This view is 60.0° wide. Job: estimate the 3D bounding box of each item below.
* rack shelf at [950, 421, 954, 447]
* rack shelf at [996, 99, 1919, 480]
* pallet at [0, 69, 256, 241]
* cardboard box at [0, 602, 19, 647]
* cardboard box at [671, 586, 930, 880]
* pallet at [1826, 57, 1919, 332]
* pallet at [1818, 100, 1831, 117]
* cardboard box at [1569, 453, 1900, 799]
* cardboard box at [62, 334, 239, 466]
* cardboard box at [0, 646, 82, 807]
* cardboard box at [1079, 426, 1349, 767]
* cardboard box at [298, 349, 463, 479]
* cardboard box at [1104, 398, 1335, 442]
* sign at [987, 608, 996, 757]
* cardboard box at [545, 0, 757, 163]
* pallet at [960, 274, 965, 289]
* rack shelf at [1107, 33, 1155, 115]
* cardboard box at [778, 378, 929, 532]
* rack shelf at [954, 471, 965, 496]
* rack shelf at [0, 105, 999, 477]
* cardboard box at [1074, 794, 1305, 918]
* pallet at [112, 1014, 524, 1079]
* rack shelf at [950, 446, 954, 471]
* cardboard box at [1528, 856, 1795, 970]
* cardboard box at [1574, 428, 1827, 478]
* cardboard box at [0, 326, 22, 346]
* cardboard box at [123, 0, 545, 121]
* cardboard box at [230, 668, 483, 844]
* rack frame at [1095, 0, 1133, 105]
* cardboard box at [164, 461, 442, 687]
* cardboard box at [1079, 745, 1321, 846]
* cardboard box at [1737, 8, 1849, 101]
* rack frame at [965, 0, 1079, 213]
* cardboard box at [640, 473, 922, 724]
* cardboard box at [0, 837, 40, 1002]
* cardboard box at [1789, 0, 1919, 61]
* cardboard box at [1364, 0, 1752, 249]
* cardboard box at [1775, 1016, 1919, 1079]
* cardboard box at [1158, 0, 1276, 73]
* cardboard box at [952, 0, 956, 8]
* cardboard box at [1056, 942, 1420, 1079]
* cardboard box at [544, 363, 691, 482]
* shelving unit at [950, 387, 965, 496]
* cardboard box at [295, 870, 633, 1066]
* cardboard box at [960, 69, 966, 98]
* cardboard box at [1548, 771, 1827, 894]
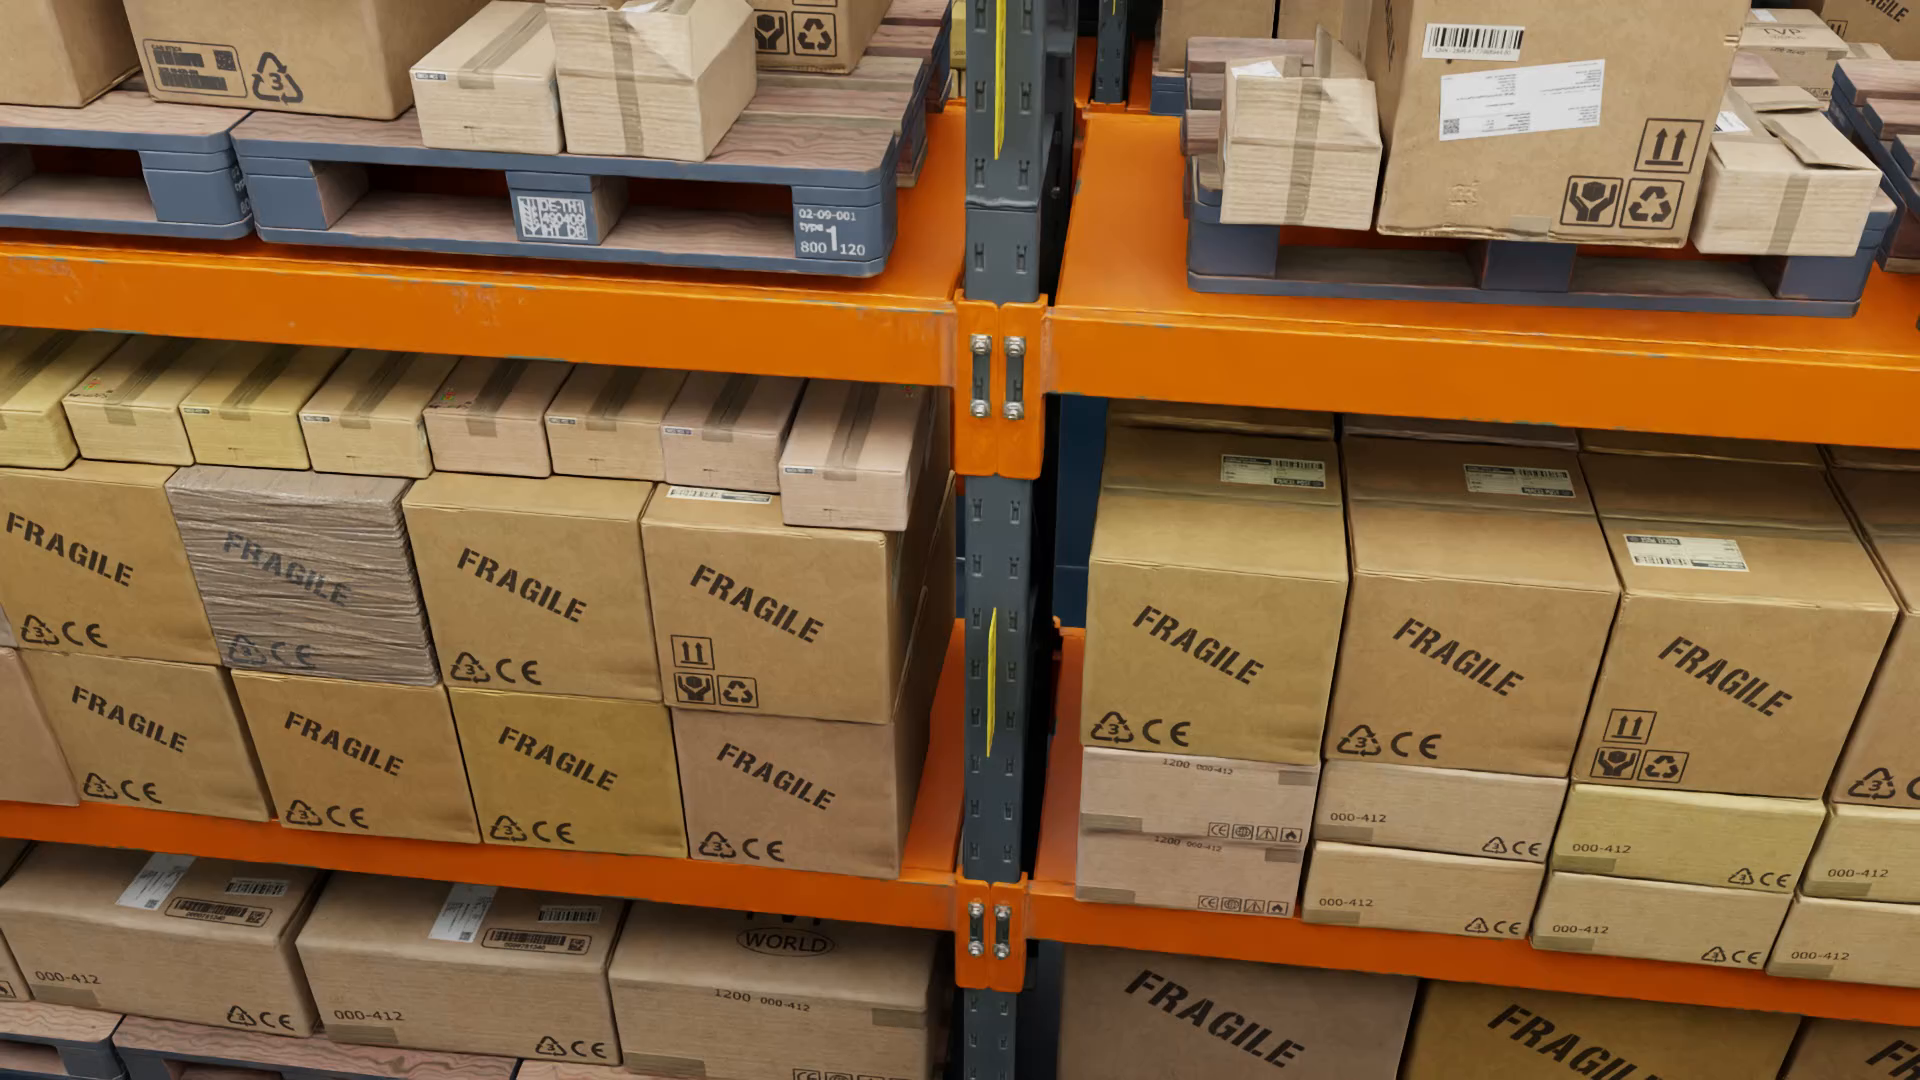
[{"bbox_3d":[0.014,-0.451,6.926,0.180,0.103,0.258,4,36,6],"label":"rack shelf"},{"bbox_3d":[2.118,-0.418,3.291,4.000,0.370,1.077,4,36,6],"label":"rack shelf"},{"bbox_3d":[-1.882,-0.981,3.537,1.213,0.211,1.003,4,36,6],"label":"pallet"},{"bbox_3d":[-2.368,-0.114,3.882,0.500,0.500,0.500,4,36,6],"label":"cardboard box"},{"bbox_3d":[-0.358,0.434,3.974,0.500,0.500,0.500,5,36,6],"label":"cardboard box"},{"bbox_3d":[2.347,-0.584,3.067,1.213,0.211,1.003,6,36,8],"label":"pallet"},{"bbox_3d":[4.049,-2.134,7.823,1.003,0.211,1.213,4,36,6],"label":"pallet"},{"bbox_3d":[1.540,0.172,3.479,0.500,0.500,0.500,3,36,5],"label":"cardboard box"},{"bbox_3d":[-1.717,-0.330,3.625,0.250,0.149,0.380,4,36,6],"label":"cardboard box"},{"bbox_3d":[-2.386,0.295,4.168,0.500,0.500,0.500,4,36,6],"label":"cardboard box"},{"bbox_3d":[0.535,0.112,3.564,0.500,0.500,0.500,5,36,6],"label":"cardboard box"},{"bbox_3d":[-1.211,-0.302,3.585,0.250,0.149,0.380,4,36,6],"label":"cardboard box"},{"bbox_3d":[0.610,-0.198,3.998,0.500,0.500,0.500,5,36,7],"label":"cardboard box"},{"bbox_3d":[0.066,0.297,3.438,0.005,0.325,0.100,4,36,6],"label":"sign"},{"bbox_3d":[-0.540,-0.879,2.986,0.258,0.266,0.396,5,36,7],"label":"cardboard box"},{"bbox_3d":[0.082,-1.415,9.051,1.213,0.211,1.003,4,36,6],"label":"pallet"},{"bbox_3d":[2.747,-2.058,8.170,4.000,0.370,1.077,4,36,6],"label":"rack shelf"},{"bbox_3d":[-0.211,-0.189,3.428,0.250,0.149,0.380,4,36,5],"label":"cardboard box"},{"bbox_3d":[0.014,-0.256,7.065,0.180,0.103,0.258,4,36,6],"label":"rack shelf"},{"bbox_3d":[-1.849,-0.714,3.706,4.000,0.370,1.077,4,36,6],"label":"rack shelf"},{"bbox_3d":[0.538,0.607,3.946,0.500,0.250,0.500,3,36,5],"label":"cardboard box"},{"bbox_3d":[-1.823,1.307,5.238,1.213,0.211,1.003,4,36,6],"label":"pallet"},{"bbox_3d":[0.014,-0.353,6.995,0.180,0.103,0.258,4,36,6],"label":"rack shelf"},{"bbox_3d":[1.557,0.692,3.827,0.500,0.250,0.500,4,36,6],"label":"cardboard box"},{"bbox_3d":[1.624,-0.115,3.882,0.500,0.500,0.500,5,36,7],"label":"cardboard box"},{"bbox_3d":[-2.231,-0.356,3.661,0.250,0.149,0.380,5,36,6],"label":"cardboard box"},{"bbox_3d":[-1.207,-1.194,3.222,0.637,0.503,0.797,7,36,10],"label":"cardboard box"},{"bbox_3d":[-1.369,0.370,4.063,0.500,0.500,0.500,4,36,5],"label":"cardboard box"},{"bbox_3d":[0.763,-2.499,8.169,0.127,3.000,1.000,4,36,6],"label":"rack frame"},{"bbox_3d":[-1.377,-0.036,3.772,0.500,0.500,0.500,5,36,7],"label":"cardboard box"},{"bbox_3d":[0.535,0.414,3.786,0.500,0.250,0.500,3,36,5],"label":"cardboard box"},{"bbox_3d":[3.643,-2.204,7.524,0.500,0.250,0.500,3,36,4],"label":"cardboard box"},{"bbox_3d":[0.135,-2.080,2.418,0.127,3.000,1.000,4,36,6],"label":"rack frame"},{"bbox_3d":[-0.368,0.038,3.668,0.500,0.500,0.500,4,36,6],"label":"cardboard box"},{"bbox_3d":[-3.165,0.929,5.210,0.875,0.438,0.875,3,36,4],"label":"cardboard box"},{"bbox_3d":[4.240,-2.542,7.783,0.500,0.500,0.500,6,36,8],"label":"cardboard box"},{"bbox_3d":[0.972,-0.839,2.813,0.500,0.500,0.500,4,36,5],"label":"cardboard box"},{"bbox_3d":[2.543,1.184,4.476,0.875,0.875,0.875,5,36,7],"label":"cardboard box"},{"bbox_3d":[1.215,-2.546,7.787,0.500,0.500,0.700,5,36,7],"label":"cardboard box"},{"bbox_3d":[-0.272,-2.484,8.022,0.500,0.250,0.500,4,36,6],"label":"cardboard box"},{"bbox_3d":[0.760,1.055,4.657,0.875,0.875,0.875,5,36,7],"label":"cardboard box"},{"bbox_3d":[-0.705,-0.296,3.577,0.250,0.149,0.380,4,36,6],"label":"cardboard box"},{"bbox_3d":[0.014,-0.487,6.900,0.189,1.200,0.258,4,36,6],"label":"shelving unit"},{"bbox_3d":[-1.362,1.059,5.027,0.875,0.438,0.875,3,36,5],"label":"cardboard box"},{"bbox_3d":[0.154,-2.281,8.080,0.250,0.149,0.380,5,36,7],"label":"cardboard box"},{"bbox_3d":[1.553,0.489,3.681,0.500,0.250,0.500,5,36,7],"label":"cardboard box"}]
